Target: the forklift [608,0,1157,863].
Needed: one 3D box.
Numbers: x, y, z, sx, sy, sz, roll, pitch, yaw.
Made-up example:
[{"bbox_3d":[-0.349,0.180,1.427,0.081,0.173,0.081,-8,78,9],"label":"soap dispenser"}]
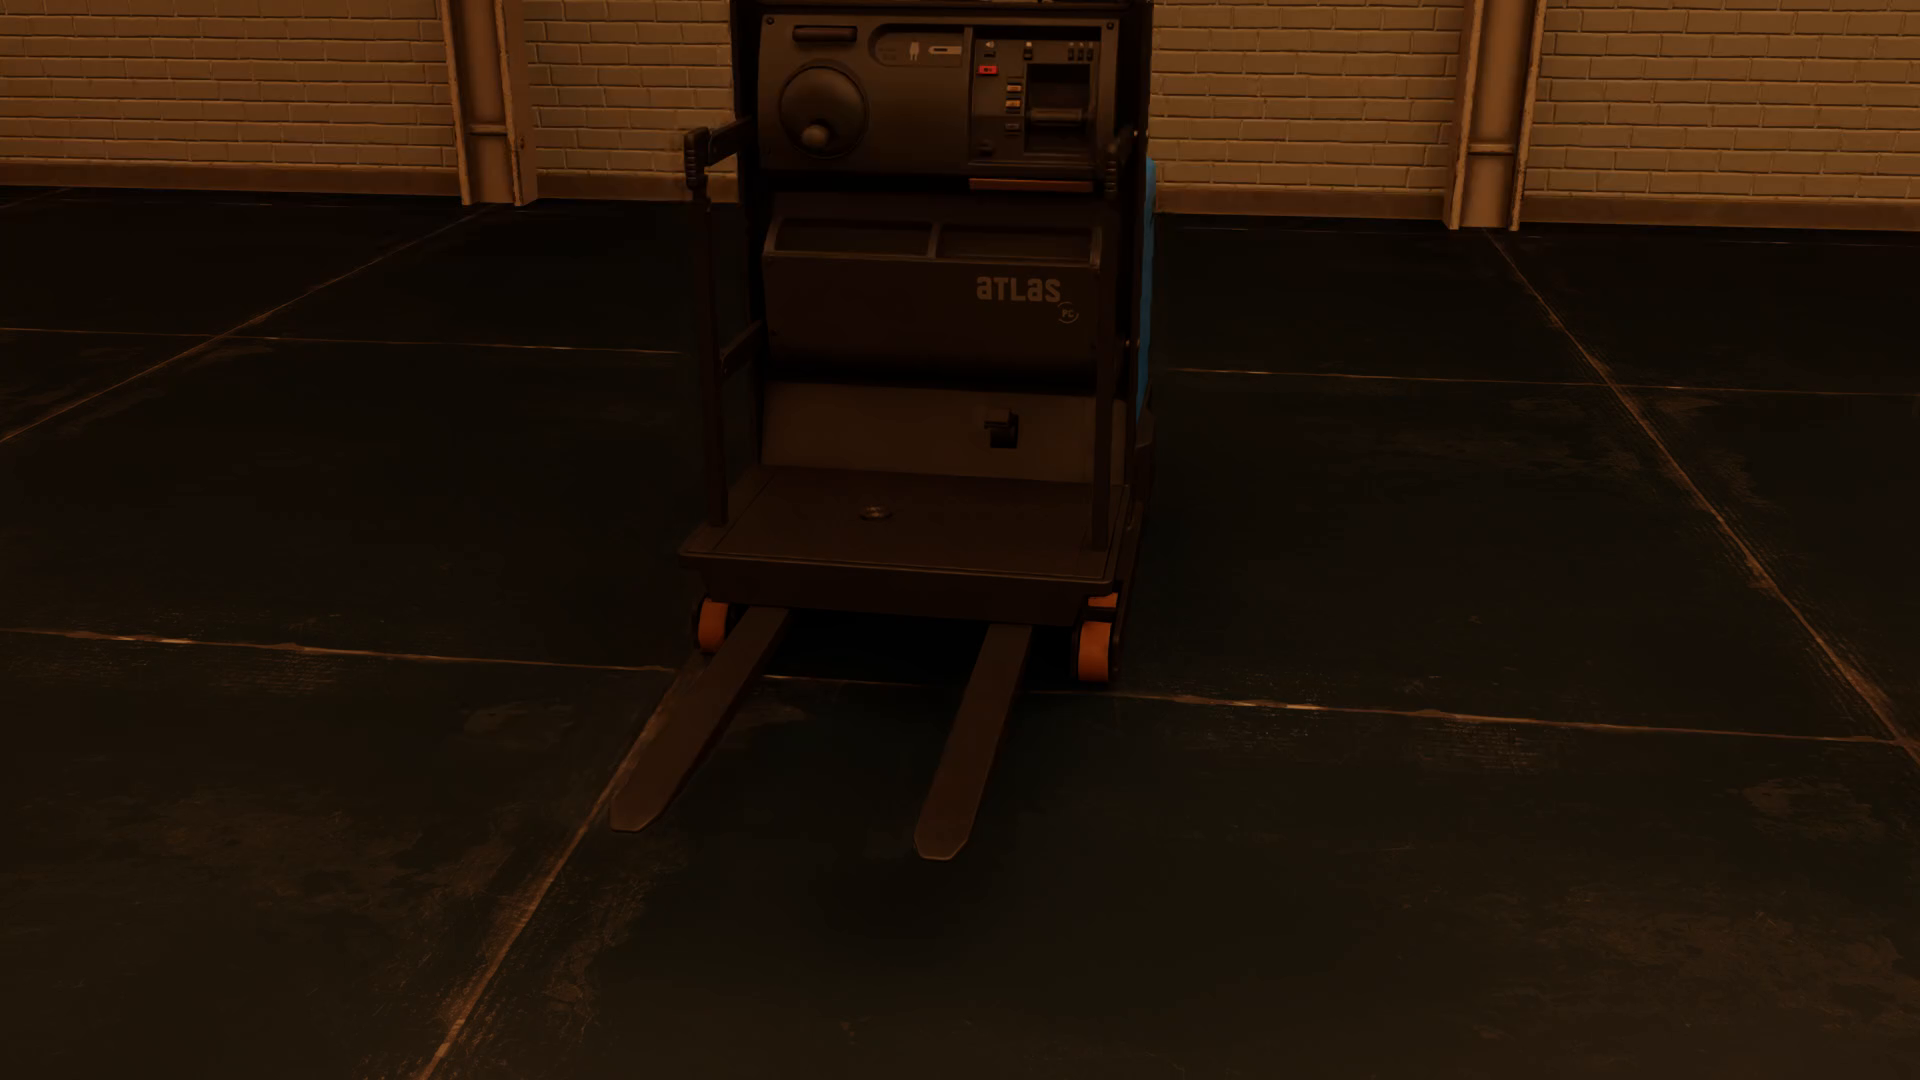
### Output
[{"bbox_3d":[-0.095,-1.134,4.070,1.130,2.935,3.031,4,22,9],"label":"forklift"}]
